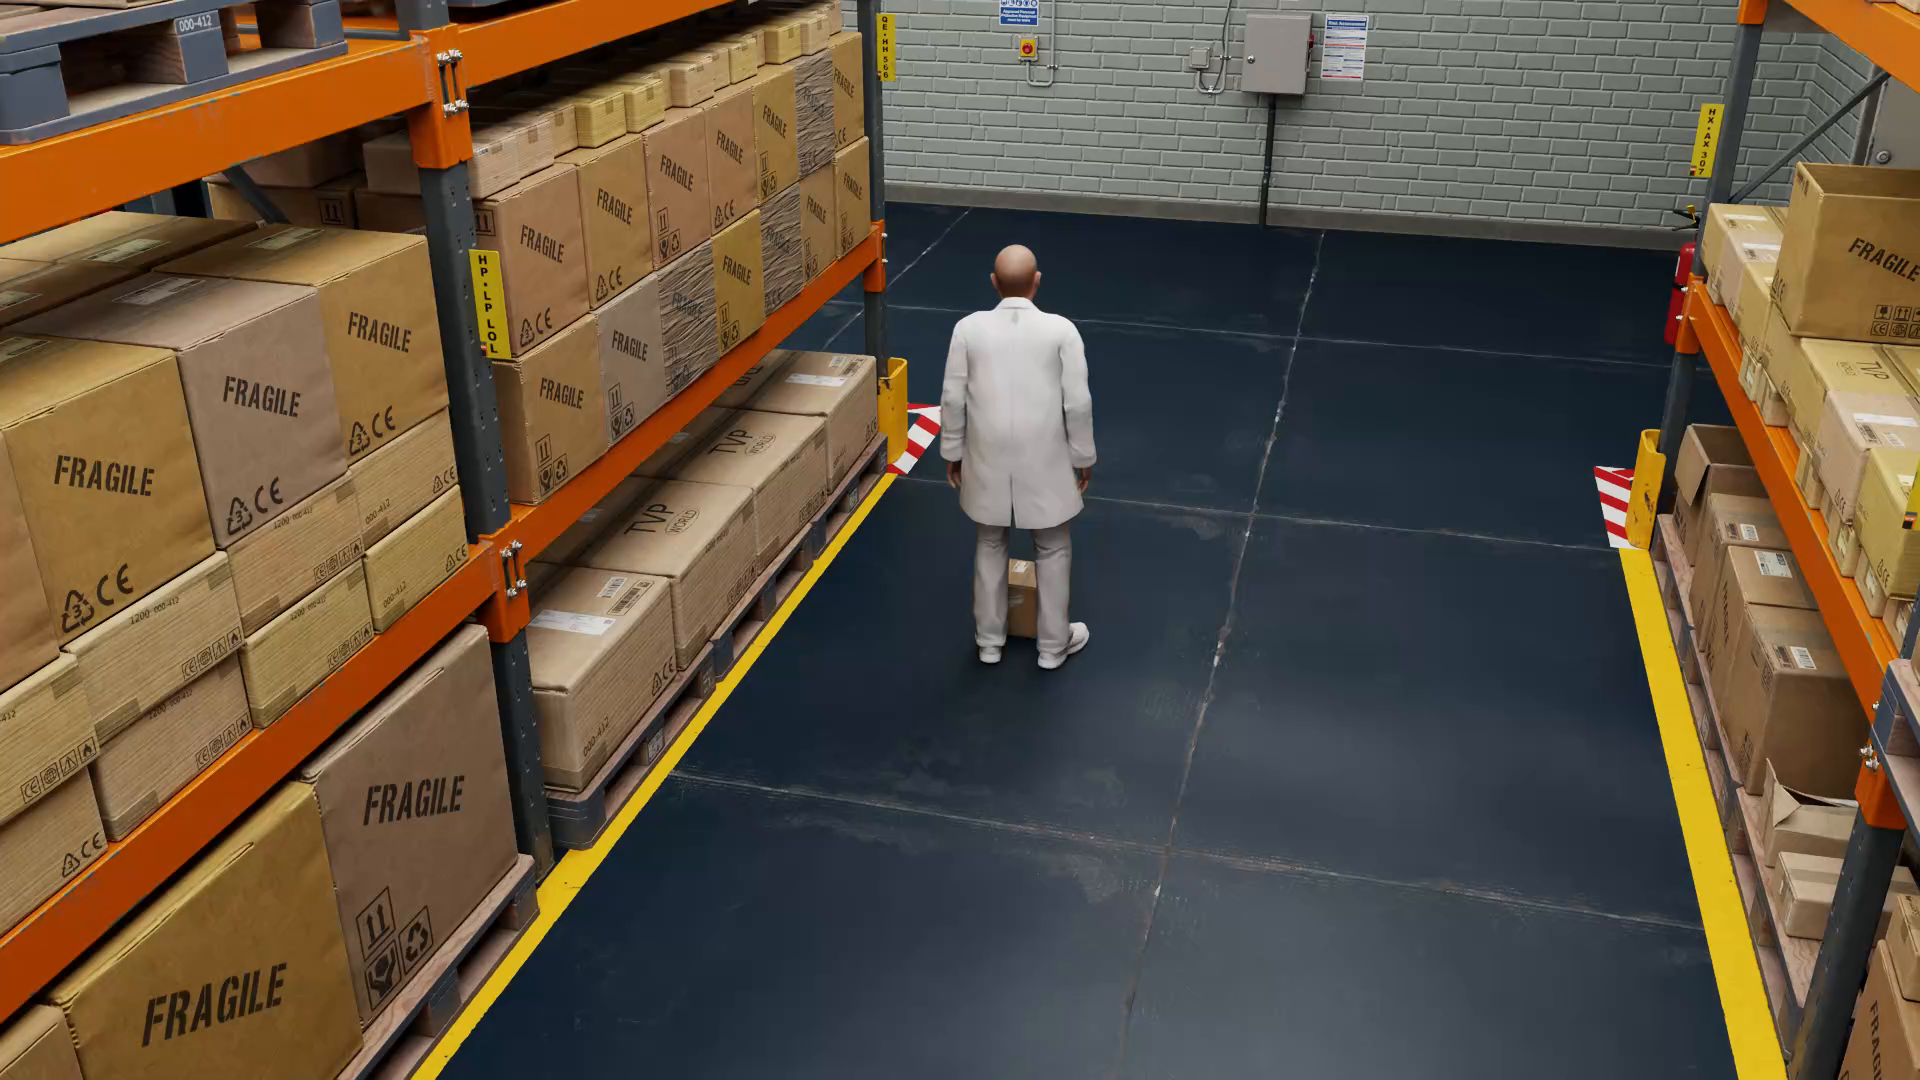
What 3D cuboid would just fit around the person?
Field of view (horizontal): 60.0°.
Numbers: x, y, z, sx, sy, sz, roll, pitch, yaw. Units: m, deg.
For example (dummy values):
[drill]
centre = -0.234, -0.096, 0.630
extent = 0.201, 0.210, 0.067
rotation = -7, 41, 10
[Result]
[person]
centre = 0.254, -0.326, 6.826
extent = 0.640, 1.773, 0.426
rotation = 6, 26, 13
